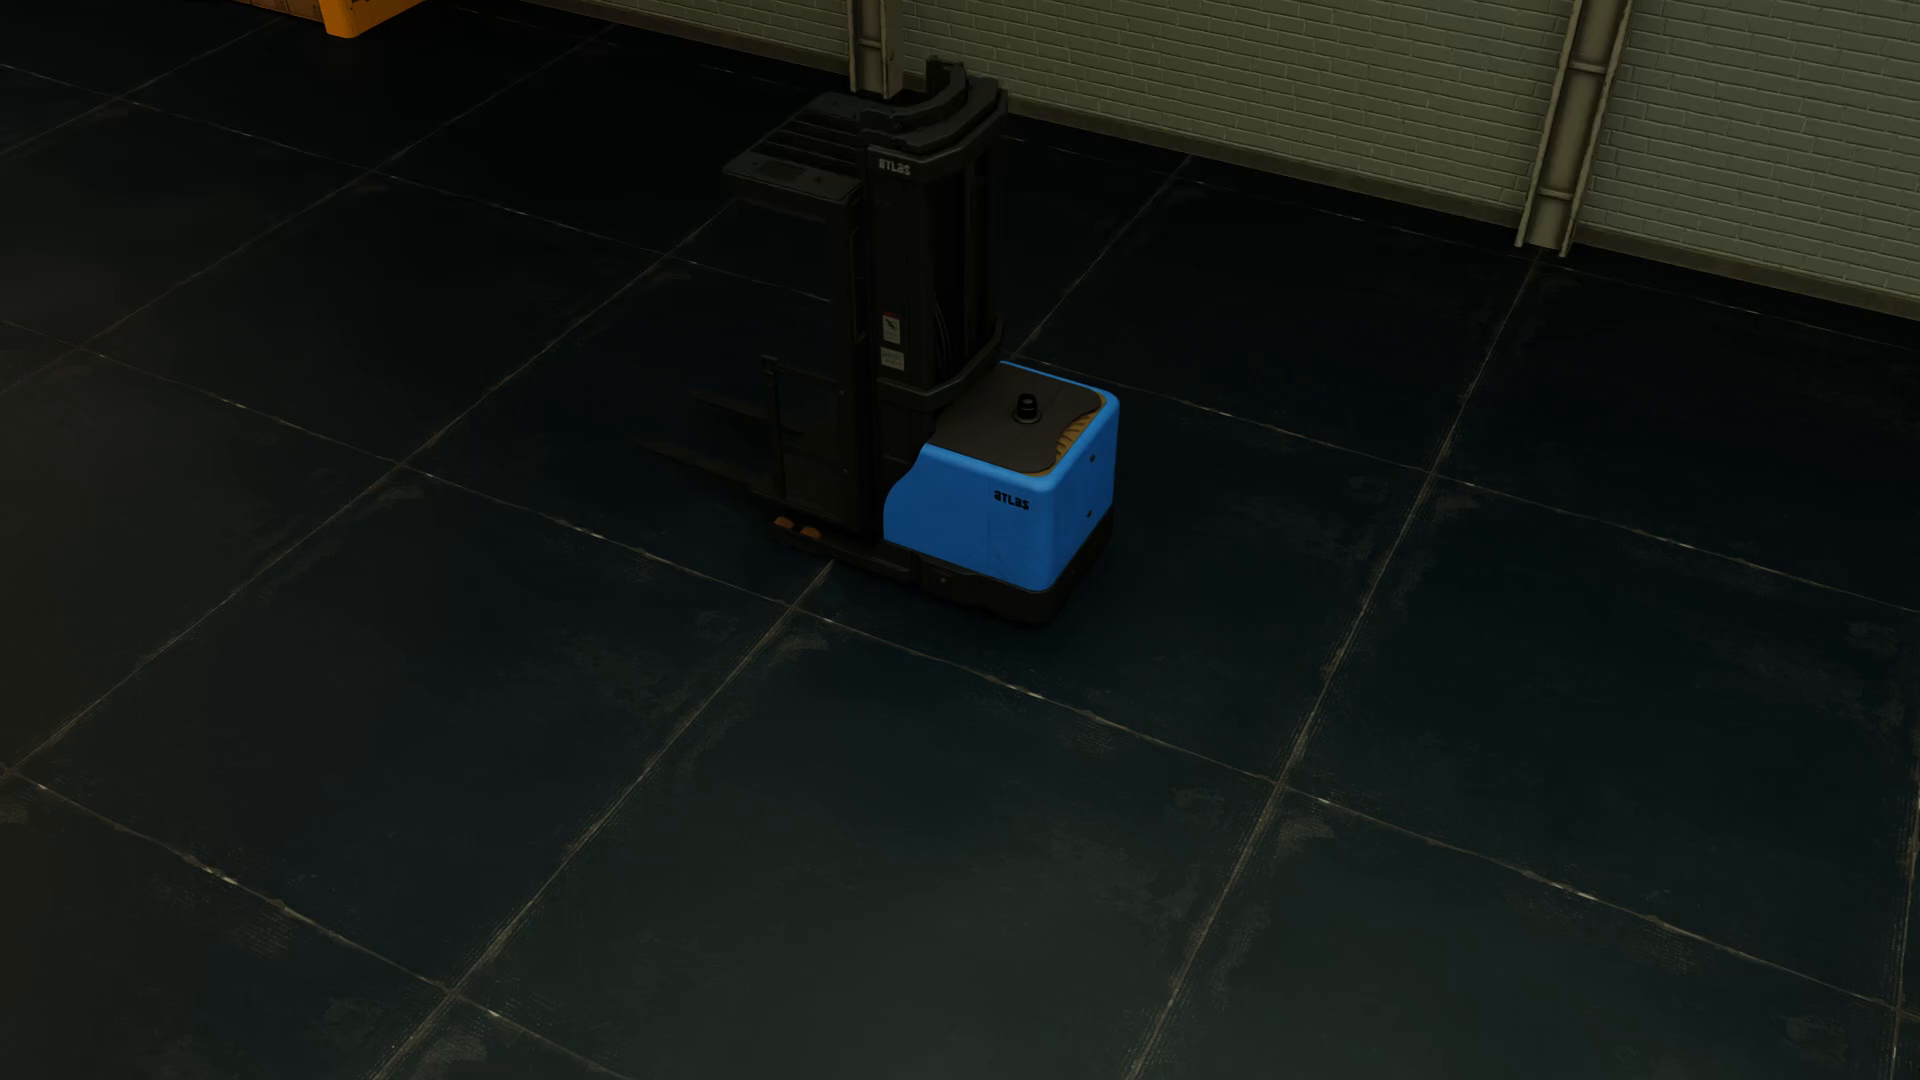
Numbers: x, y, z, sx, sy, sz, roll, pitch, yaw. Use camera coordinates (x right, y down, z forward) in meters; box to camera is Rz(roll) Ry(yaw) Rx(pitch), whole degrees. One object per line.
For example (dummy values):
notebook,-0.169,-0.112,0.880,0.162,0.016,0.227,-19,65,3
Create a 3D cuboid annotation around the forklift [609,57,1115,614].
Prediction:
forklift,-0.652,-1.250,9.471,3.031,2.935,1.130,12,42,14
